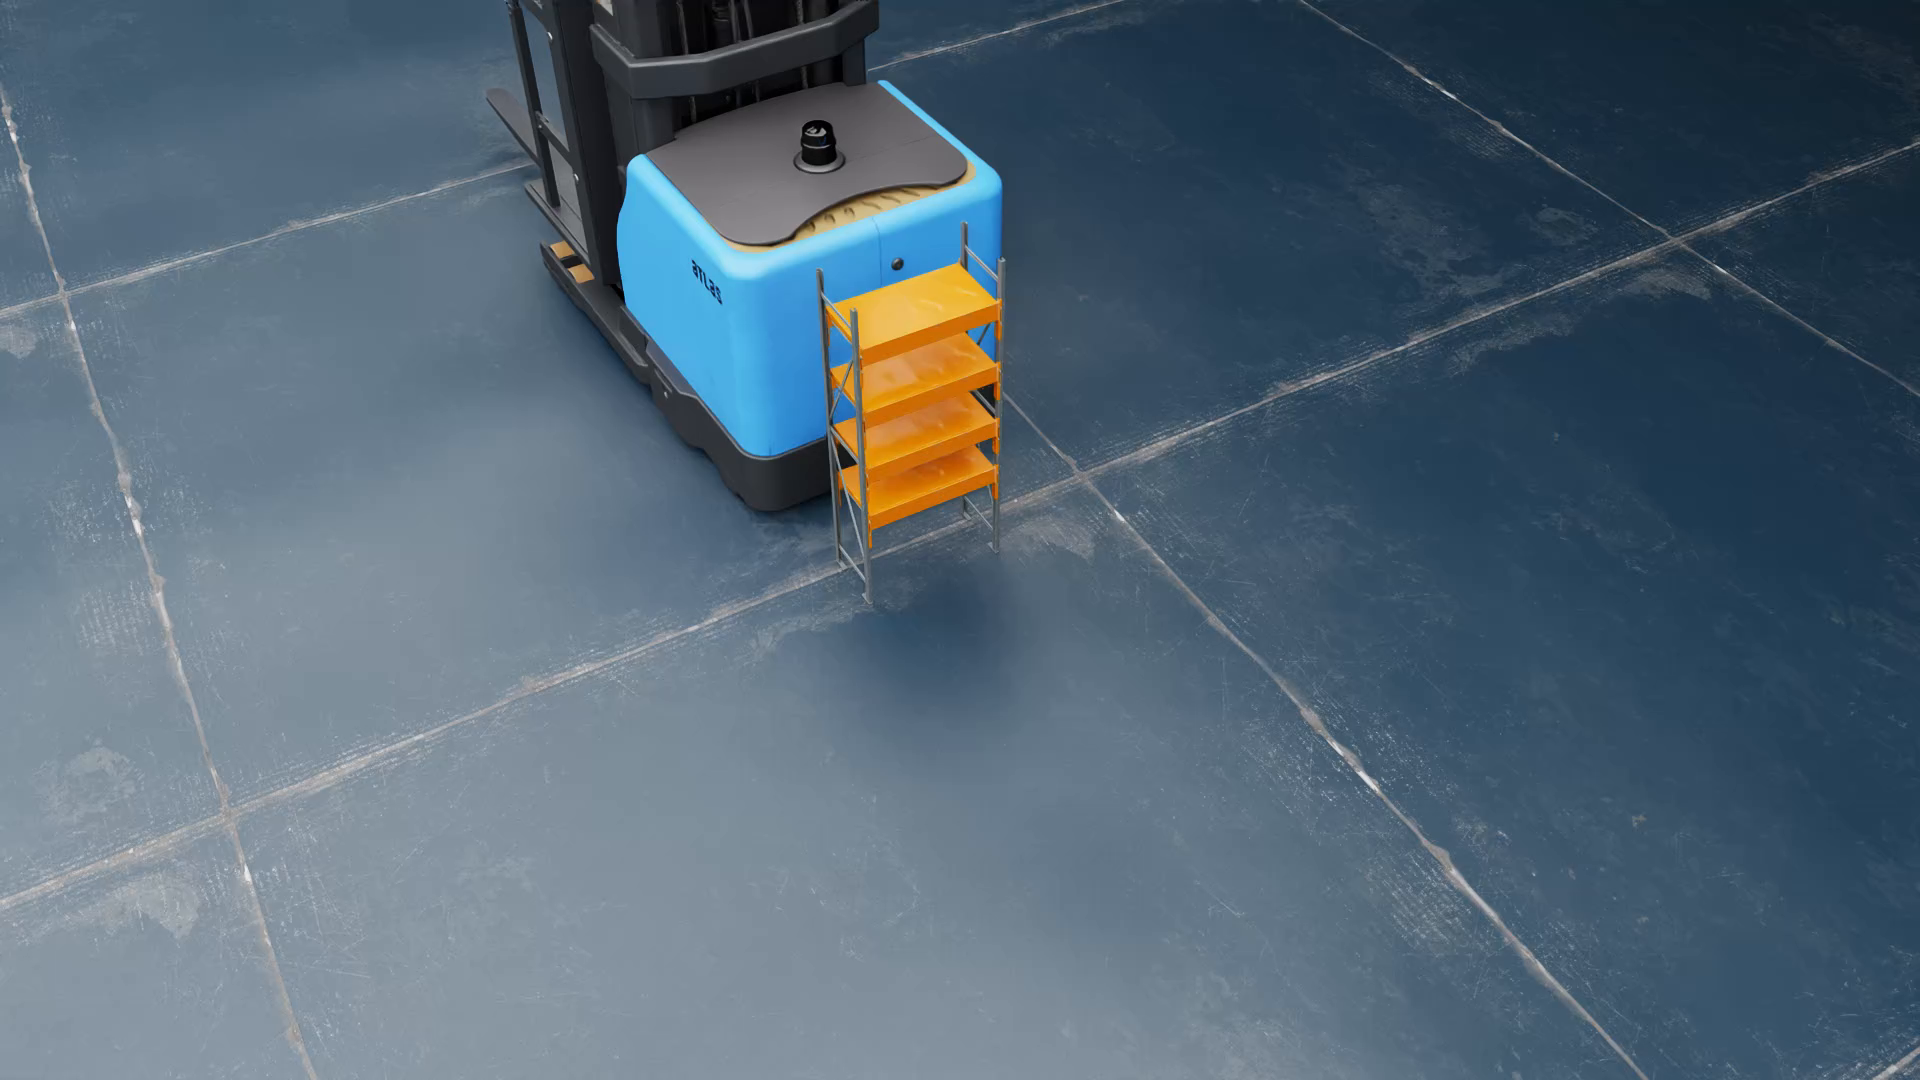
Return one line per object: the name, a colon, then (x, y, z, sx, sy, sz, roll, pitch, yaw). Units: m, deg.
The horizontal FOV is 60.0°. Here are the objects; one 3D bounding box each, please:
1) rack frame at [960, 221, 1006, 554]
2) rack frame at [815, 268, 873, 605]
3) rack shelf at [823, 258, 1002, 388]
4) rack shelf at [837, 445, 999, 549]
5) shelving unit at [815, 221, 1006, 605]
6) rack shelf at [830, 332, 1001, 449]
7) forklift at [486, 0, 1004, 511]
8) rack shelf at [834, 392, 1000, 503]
rack frame: (0.068, -0.458, 5.360, 0.015, 1.200, 0.240, -22, 48, -21)
rack frame: (-0.355, -0.288, 5.186, 0.015, 1.200, 0.240, -22, 48, -21)
rack shelf: (-0.144, -0.655, 4.999, 0.480, 0.148, 0.258, -22, 48, -21)
rack shelf: (-0.144, -0.182, 5.458, 0.480, 0.148, 0.258, -22, 48, -21)
shelving unit: (-0.144, -0.373, 5.273, 0.503, 1.200, 0.258, -22, 48, -21)
rack shelf: (-0.144, -0.485, 5.164, 0.480, 0.148, 0.258, -22, 48, -21)
forklift: (-1.055, -2.157, 5.868, 1.130, 2.935, 3.031, -24, 49, -23)
rack shelf: (-0.144, -0.325, 5.320, 0.480, 0.148, 0.258, -22, 48, -21)
